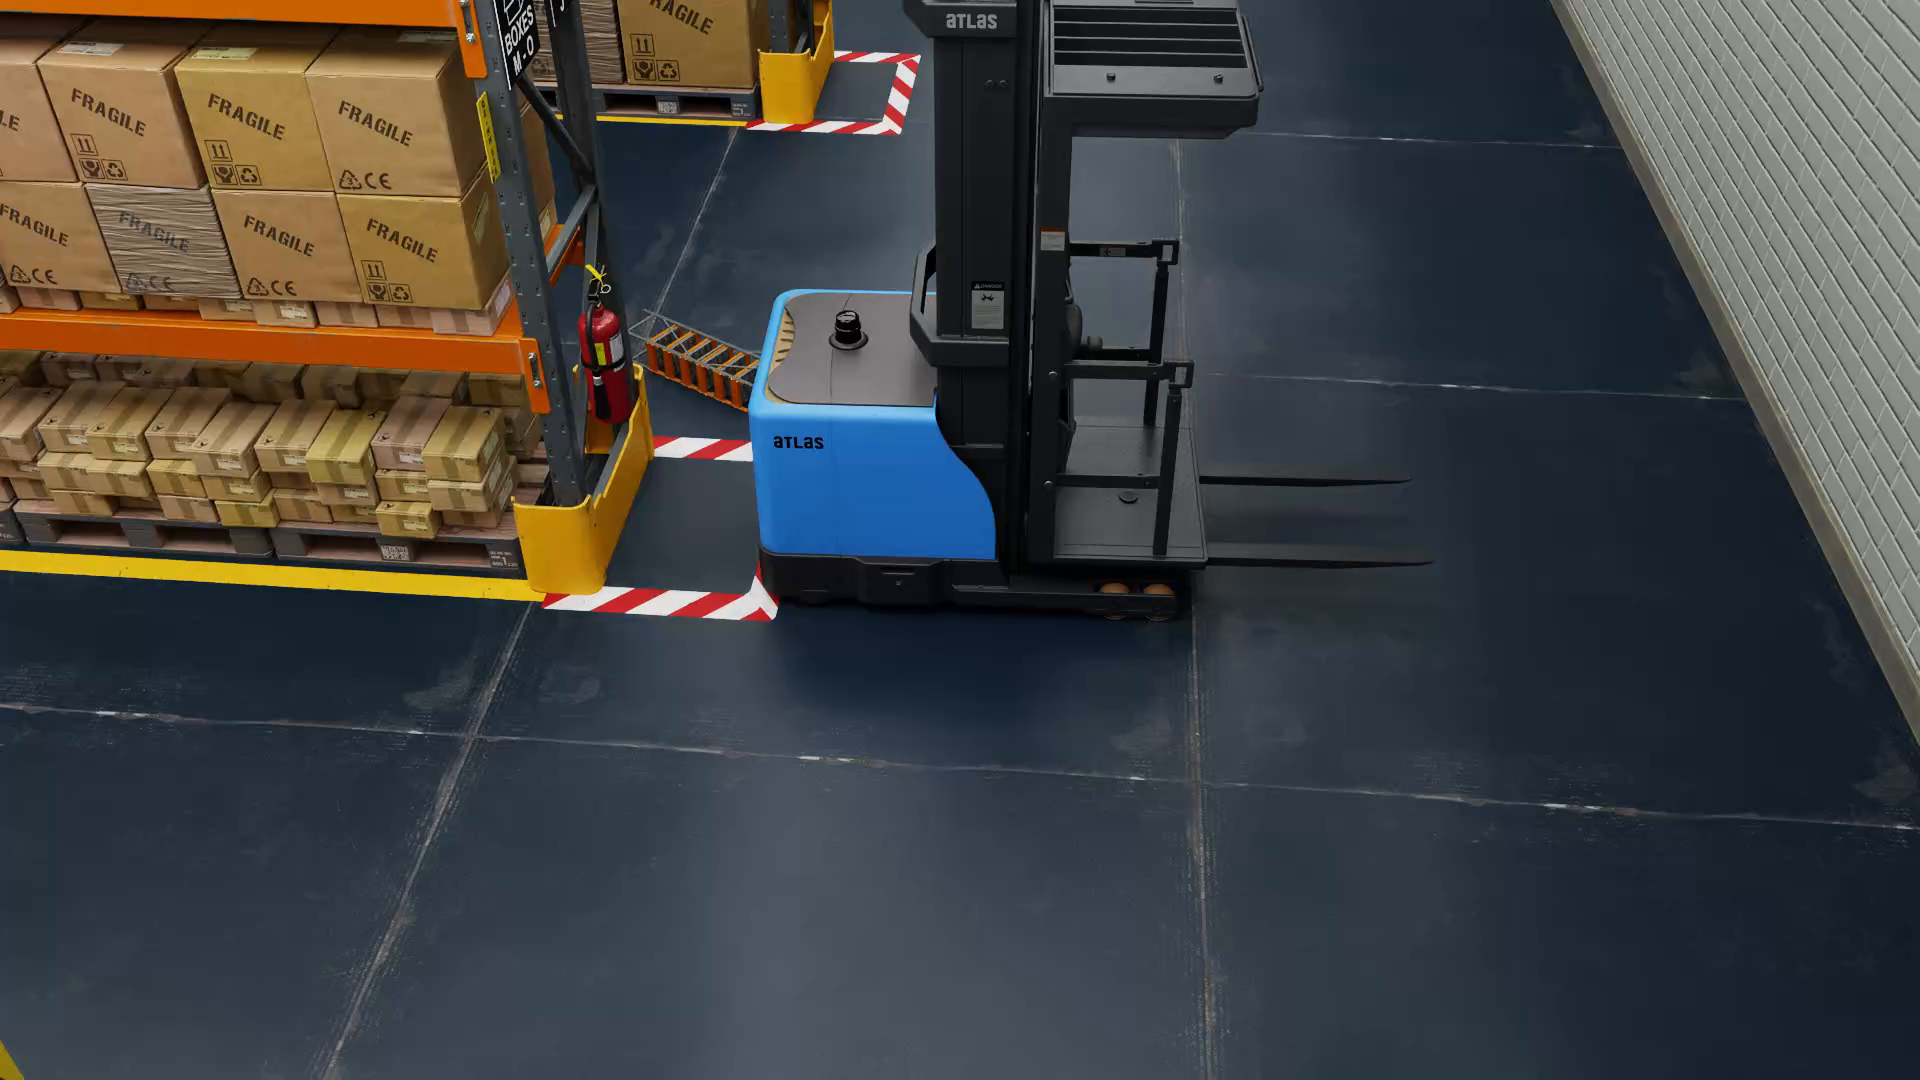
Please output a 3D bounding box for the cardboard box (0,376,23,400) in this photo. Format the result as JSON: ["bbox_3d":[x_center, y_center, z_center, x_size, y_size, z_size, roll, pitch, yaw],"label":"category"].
[{"bbox_3d":[-4.567,-0.602,7.738,0.250,0.149,0.380,2,39,3],"label":"cardboard box"}]

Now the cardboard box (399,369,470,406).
[{"bbox_3d":[-2.472,-0.749,7.919,0.250,0.149,0.380,4,39,5],"label":"cardboard box"}]

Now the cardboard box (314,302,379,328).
[{"bbox_3d":[-2.540,-1.064,7.050,0.250,0.149,0.380,3,39,3],"label":"cardboard box"}]

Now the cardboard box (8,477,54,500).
[{"bbox_3d":[-4.299,-0.363,7.916,0.250,0.149,0.380,2,39,2],"label":"cardboard box"}]

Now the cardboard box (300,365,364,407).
[{"bbox_3d":[-2.967,-0.805,7.988,0.250,0.149,0.380,1,39,2],"label":"cardboard box"}]

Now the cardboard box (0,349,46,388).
[{"bbox_3d":[-4.544,-0.869,8.066,0.250,0.149,0.380,4,39,5],"label":"cardboard box"}]

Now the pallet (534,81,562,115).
[{"bbox_3d":[-3.182,-3.375,11.899,1.213,0.211,1.003,3,39,4],"label":"pallet"}]

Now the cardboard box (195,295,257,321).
[{"bbox_3d":[-3.056,-1.096,7.090,0.250,0.149,0.380,2,39,2],"label":"cardboard box"}]

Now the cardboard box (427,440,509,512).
[{"bbox_3d":[-2.245,-0.302,7.605,0.250,0.149,0.380,2,39,3],"label":"cardboard box"}]

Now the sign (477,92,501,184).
[{"bbox_3d":[-1.762,-1.504,6.224,0.005,0.325,0.100,3,39,4],"label":"sign"}]

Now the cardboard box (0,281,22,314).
[{"bbox_3d":[-4.110,-1.138,7.141,0.250,0.149,0.380,5,39,6],"label":"cardboard box"}]

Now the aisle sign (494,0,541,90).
[{"bbox_3d":[-1.648,-2.095,6.059,0.004,0.787,0.394,3,39,4],"label":"aisle sign"}]

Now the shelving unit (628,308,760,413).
[{"bbox_3d":[-1.324,-0.926,8.905,1.200,0.189,0.258,24,45,27],"label":"shelving unit"}]

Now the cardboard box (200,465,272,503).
[{"bbox_3d":[-3.280,-0.349,7.663,0.250,0.149,0.380,4,39,5],"label":"cardboard box"}]

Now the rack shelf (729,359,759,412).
[{"bbox_3d":[-1.092,-0.823,8.778,0.103,0.180,0.258,24,45,27],"label":"rack shelf"}]

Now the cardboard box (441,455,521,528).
[{"bbox_3d":[-2.237,-0.235,7.758,0.250,0.149,0.380,4,39,5],"label":"cardboard box"}]

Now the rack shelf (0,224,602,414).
[{"bbox_3d":[-3.687,-1.110,7.478,4.000,0.370,1.077,3,39,4],"label":"rack shelf"}]

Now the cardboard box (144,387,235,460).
[{"bbox_3d":[-3.536,-0.539,7.661,0.250,0.149,0.380,2,39,2],"label":"cardboard box"}]

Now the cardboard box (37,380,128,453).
[{"bbox_3d":[-4.042,-0.574,7.703,0.250,0.149,0.380,2,39,2],"label":"cardboard box"}]

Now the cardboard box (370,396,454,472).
[{"bbox_3d":[-2.489,-0.487,7.597,0.250,0.149,0.380,4,39,5],"label":"cardboard box"}]

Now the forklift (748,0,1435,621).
[{"bbox_3d":[0.630,-1.120,6.974,3.031,2.935,1.130,2,39,2],"label":"forklift"}]

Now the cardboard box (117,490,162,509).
[{"bbox_3d":[-3.780,-0.322,7.865,0.250,0.149,0.380,4,39,5],"label":"cardboard box"}]

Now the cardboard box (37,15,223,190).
[{"bbox_3d":[-3.196,-1.741,6.576,0.500,0.500,0.500,5,39,6],"label":"cardboard box"}]

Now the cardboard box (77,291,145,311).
[{"bbox_3d":[-3.585,-1.152,7.159,0.250,0.149,0.380,4,39,5],"label":"cardboard box"}]

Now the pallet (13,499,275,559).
[{"bbox_3d":[-3.789,-0.337,8.168,1.213,0.211,1.003,3,39,4],"label":"pallet"}]

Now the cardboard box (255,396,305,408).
[{"bbox_3d":[-3.233,-0.688,8.079,0.250,0.149,0.380,1,39,2],"label":"cardboard box"}]

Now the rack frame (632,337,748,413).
[{"bbox_3d":[-1.324,-0.855,8.963,1.200,0.006,0.240,24,45,27],"label":"rack frame"}]

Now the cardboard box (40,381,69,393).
[{"bbox_3d":[-4.302,-0.766,8.175,0.250,0.149,0.380,4,39,5],"label":"cardboard box"}]

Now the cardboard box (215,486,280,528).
[{"bbox_3d":[-3.264,-0.233,7.757,0.250,0.149,0.380,1,39,2],"label":"cardboard box"}]

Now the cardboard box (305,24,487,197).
[{"bbox_3d":[-2.172,-1.690,6.514,0.500,0.500,0.500,2,39,3],"label":"cardboard box"}]

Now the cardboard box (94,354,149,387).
[{"bbox_3d":[-3.997,-0.905,8.111,0.250,0.149,0.380,2,39,2],"label":"cardboard box"}]

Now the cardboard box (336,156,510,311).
[{"bbox_3d":[-2.165,-1.297,6.823,0.500,0.500,0.500,4,39,5],"label":"cardboard box"}]

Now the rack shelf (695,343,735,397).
[{"bbox_3d":[-1.288,-0.910,8.885,0.103,0.180,0.258,24,45,27],"label":"rack shelf"}]

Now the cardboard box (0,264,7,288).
[{"bbox_3d":[-4.216,-1.394,6.942,0.500,0.500,0.500,2,39,3],"label":"cardboard box"}]

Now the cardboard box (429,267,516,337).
[{"bbox_3d":[-2.044,-1.022,7.000,0.250,0.149,0.380,3,39,4],"label":"cardboard box"}]

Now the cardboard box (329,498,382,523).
[{"bbox_3d":[-2.758,-0.254,7.781,0.250,0.149,0.380,3,39,4],"label":"cardboard box"}]

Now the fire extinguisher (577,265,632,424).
[{"bbox_3d":[-1.484,-0.801,6.885,0.183,0.674,0.296,3,39,4],"label":"fire extinguisher"}]

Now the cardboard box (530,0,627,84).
[{"bbox_3d":[-2.717,-3.767,11.522,0.875,0.875,0.875,3,39,4],"label":"cardboard box"}]

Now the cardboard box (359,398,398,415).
[{"bbox_3d":[-2.714,-0.651,8.034,0.250,0.149,0.380,4,39,4],"label":"cardboard box"}]

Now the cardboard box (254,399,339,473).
[{"bbox_3d":[-3.011,-0.475,7.583,0.250,0.149,0.380,2,39,2],"label":"cardboard box"}]

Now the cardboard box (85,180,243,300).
[{"bbox_3d":[-3.183,-1.350,6.888,0.500,0.500,0.500,3,39,4],"label":"cardboard box"}]

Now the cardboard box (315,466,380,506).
[{"bbox_3d":[-2.763,-0.329,7.638,0.250,0.149,0.380,2,39,2],"label":"cardboard box"}]

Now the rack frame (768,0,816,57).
[{"bbox_3d":[-1.166,-4.394,10.942,0.127,3.000,1.000,3,39,4],"label":"rack frame"}]

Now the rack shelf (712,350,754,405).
[{"bbox_3d":[-1.190,-0.866,8.832,0.103,0.180,0.258,24,45,27],"label":"rack shelf"}]

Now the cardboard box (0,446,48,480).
[{"bbox_3d":[-4.300,-0.455,7.794,0.250,0.149,0.380,5,39,6],"label":"cardboard box"}]

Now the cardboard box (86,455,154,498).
[{"bbox_3d":[-3.811,-0.372,7.692,0.250,0.149,0.380,4,39,4],"label":"cardboard box"}]

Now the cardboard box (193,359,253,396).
[{"bbox_3d":[-3.500,-0.869,8.067,0.250,0.149,0.380,4,39,5],"label":"cardboard box"}]

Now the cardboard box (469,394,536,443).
[{"bbox_3d":[-2.194,-0.642,8.024,0.250,0.149,0.380,5,39,6],"label":"cardboard box"}]

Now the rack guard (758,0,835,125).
[{"bbox_3d":[-1.142,-3.423,11.730,0.348,0.500,1.175,3,39,4],"label":"rack guard"}]
